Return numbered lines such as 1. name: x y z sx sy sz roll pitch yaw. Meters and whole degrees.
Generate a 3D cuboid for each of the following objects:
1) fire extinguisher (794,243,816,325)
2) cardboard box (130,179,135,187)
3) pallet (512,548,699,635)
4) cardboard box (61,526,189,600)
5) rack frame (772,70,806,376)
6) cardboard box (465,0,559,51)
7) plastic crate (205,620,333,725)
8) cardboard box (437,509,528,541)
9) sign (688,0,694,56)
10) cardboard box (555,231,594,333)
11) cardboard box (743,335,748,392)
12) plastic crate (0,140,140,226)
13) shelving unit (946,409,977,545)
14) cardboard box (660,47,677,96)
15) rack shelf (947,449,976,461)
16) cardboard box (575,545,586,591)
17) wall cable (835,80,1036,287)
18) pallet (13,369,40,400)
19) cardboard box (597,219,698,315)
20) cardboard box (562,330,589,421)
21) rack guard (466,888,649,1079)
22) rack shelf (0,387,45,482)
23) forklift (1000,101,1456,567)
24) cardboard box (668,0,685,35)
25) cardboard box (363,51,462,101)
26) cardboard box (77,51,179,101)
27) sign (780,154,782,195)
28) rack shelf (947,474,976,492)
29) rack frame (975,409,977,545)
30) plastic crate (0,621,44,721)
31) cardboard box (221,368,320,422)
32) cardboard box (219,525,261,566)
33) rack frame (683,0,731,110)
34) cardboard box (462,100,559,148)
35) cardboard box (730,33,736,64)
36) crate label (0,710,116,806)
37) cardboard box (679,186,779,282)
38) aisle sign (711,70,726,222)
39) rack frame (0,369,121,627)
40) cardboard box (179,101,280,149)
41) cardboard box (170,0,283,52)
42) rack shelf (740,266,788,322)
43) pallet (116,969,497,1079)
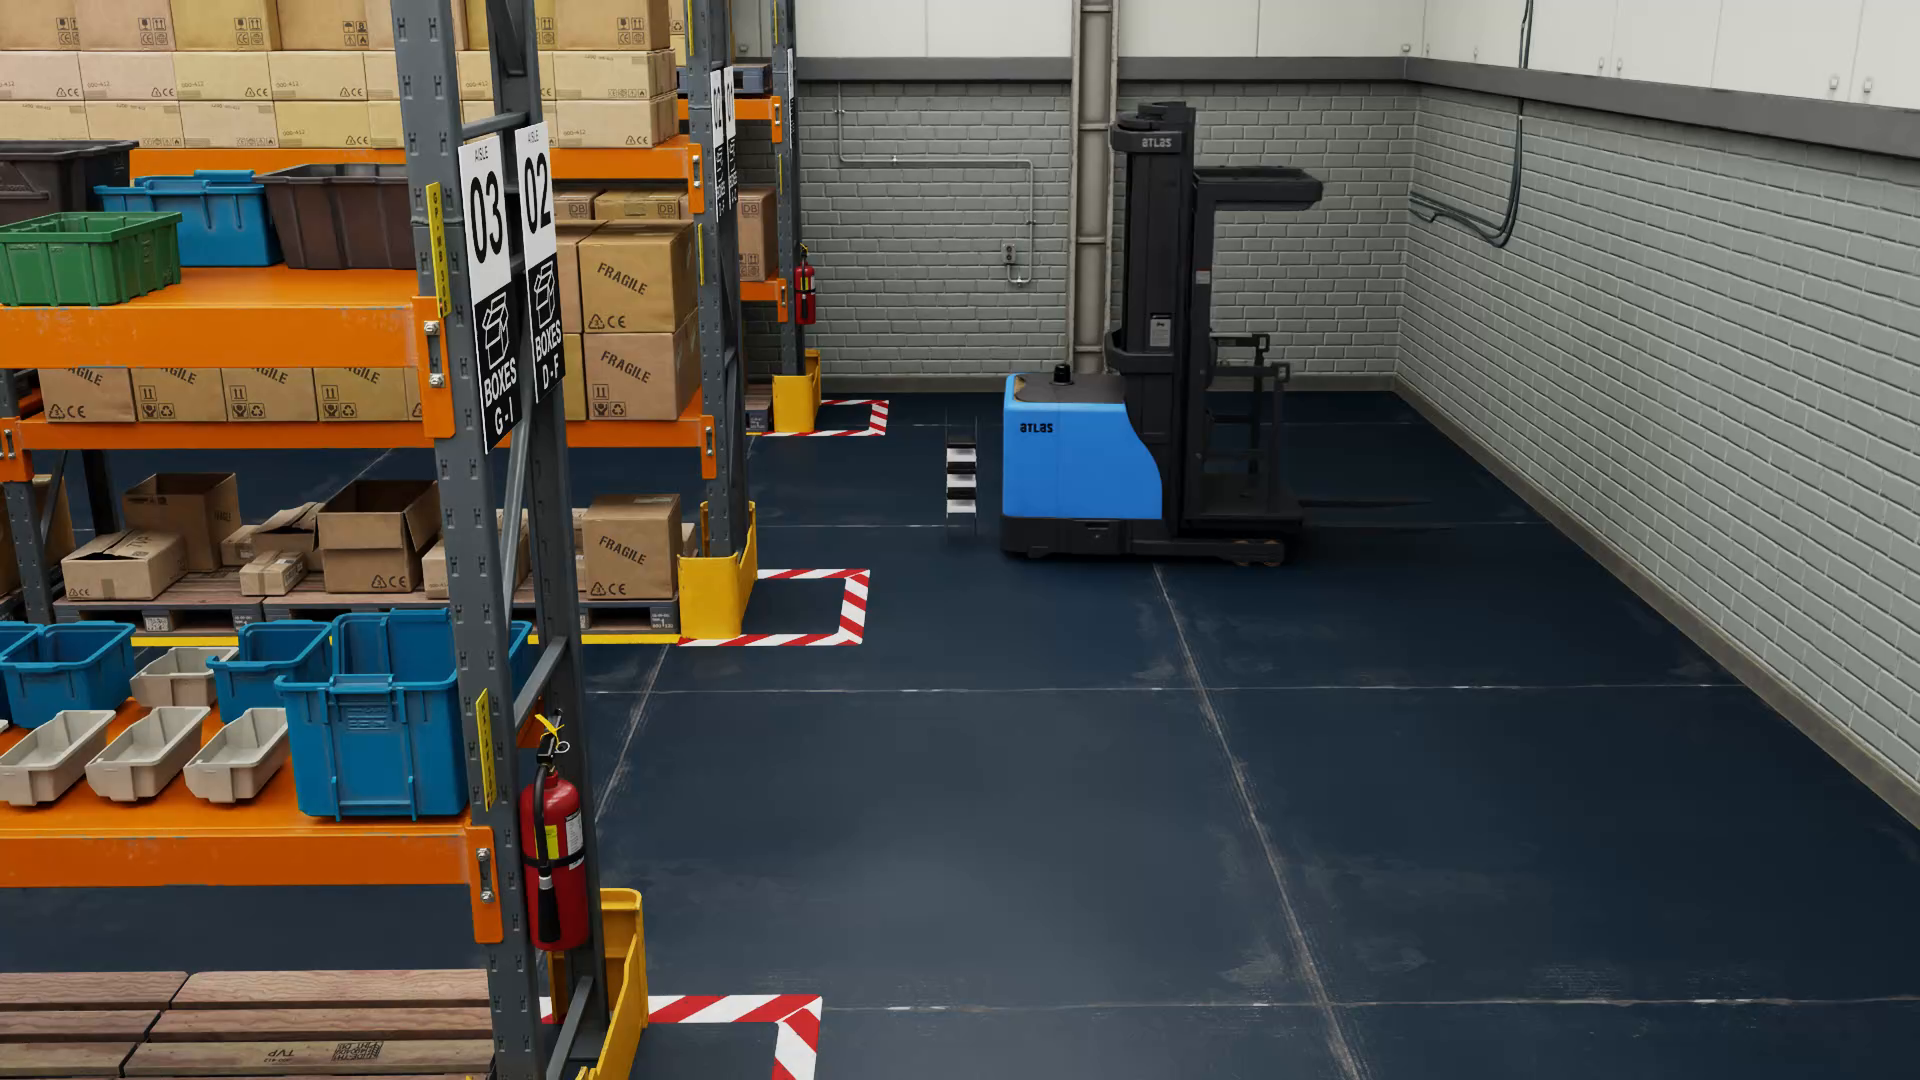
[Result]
1. fire extinguisher: -1.324 -2.184 14.181 0.183 0.674 0.296 0 18 -1
2. cardboard box: -6.966 -2.993 14.055 0.500 0.250 0.500 0 18 0
3. pallet: -2.273 0.307 10.245 1.213 0.211 1.003 0 18 -1
4. cardboard box: -4.976 0.129 9.917 0.500 0.311 0.500 0 18 -1
5. rack frame: -1.482 -2.538 14.550 0.127 3.000 1.000 0 18 -1
6. cardboard box: -2.415 -2.993 9.257 0.500 0.500 0.700 0 18 -1
7. plastic crate: -2.236 0.442 5.434 0.300 0.233 0.416 0 18 -1
8. cardboard box: -2.948 -0.005 10.433 0.500 0.250 0.500 0 18 -1
9. sign: -1.411 -2.706 8.711 0.005 0.325 0.100 0 18 -1
10. cardboard box: -2.346 -1.460 9.389 0.500 0.500 0.500 0 18 1
11. cardboard box: -2.180 -1.514 14.762 0.500 0.500 0.700 0 18 -1
12. plastic crate: -2.857 -0.988 4.907 0.767 0.338 0.504 0 18 -1
13. shelving unit: 0.008 -0.429 11.410 0.210 0.900 0.258 0 18 -1
14. cardboard box: -1.918 -2.697 9.562 0.500 0.250 0.500 0 18 -1
15. rack shelf: 0.008 -0.568 11.365 0.200 0.077 0.258 0 18 -1
16. cardboard box: -2.346 0.167 10.036 0.250 0.166 0.380 0 18 -1
17. wall cable: -0.217 -3.317 15.314 1.851 1.984 0.084 0 18 -1
18. pallet: -6.200 -0.944 9.895 1.213 0.211 1.003 0 18 -1
19. cardboard box: -1.848 -1.628 9.910 0.500 0.500 0.500 0 18 1
20. cardboard box: -2.362 -0.984 9.541 0.500 0.500 0.500 0 18 0
21. rack guard: -1.302 1.674 5.512 0.348 0.500 1.175 0 18 -1
22. rack shelf: -7.399 -0.654 9.853 4.000 0.370 1.077 0 18 -1
23. forklift: 1.804 -1.387 11.074 3.031 2.935 1.130 1 18 2
24. cardboard box: -2.209 -4.413 13.650 0.500 0.500 0.500 0 18 -1
25. cardboard box: -2.910 -2.536 9.060 0.500 0.250 0.500 0 18 -1
26. cardboard box: -4.409 -2.531 9.042 0.500 0.250 0.500 0 18 -1
27. sign: -1.487 -3.037 13.820 0.005 0.325 0.100 0 18 -1
28. rack shelf: 0.008 -0.397 11.420 0.200 0.077 0.258 0 18 -1
29. rack frame: 0.110 -0.429 11.412 0.006 0.900 0.240 0 18 -1
30. plastic crate: -3.194 0.447 5.419 0.300 0.233 0.416 0 18 -1
31. cardboard box: -3.873 -0.978 9.522 0.500 0.500 0.500 0 18 -1
32. cardboard box: -4.460 0.032 10.483 0.250 0.149 0.380 0 18 -1
33. rack frame: -1.400 -3.882 8.917 0.127 3.000 1.000 0 18 -1
34. cardboard box: -2.410 -2.300 9.142 0.500 0.250 0.500 0 18 -1
35. cardboard box: -2.216 -4.214 14.258 0.500 0.250 0.500 1 18 2
36. crate label: -2.706 0.649 4.946 0.243 0.136 0.396 0 18 -1
37. cardboard box: -1.992 -2.676 14.487 0.700 0.700 0.980 1 18 2
38. aisle sign: -1.327 -2.170 9.146 0.004 0.787 0.394 0 18 -1
39. rack frame: -5.399 -1.006 9.773 0.127 3.000 1.000 0 18 -1
40. cardboard box: -3.909 -2.293 9.120 0.500 0.250 0.500 0 18 -1
41. cardboard box: -3.912 -2.936 9.077 0.500 0.500 0.700 0 18 -1
42. rack shelf: -3.482 -2.186 14.630 4.000 0.370 1.077 0 18 -1
43. pallet: -2.151 1.807 5.568 1.213 0.211 1.003 0 18 -1
